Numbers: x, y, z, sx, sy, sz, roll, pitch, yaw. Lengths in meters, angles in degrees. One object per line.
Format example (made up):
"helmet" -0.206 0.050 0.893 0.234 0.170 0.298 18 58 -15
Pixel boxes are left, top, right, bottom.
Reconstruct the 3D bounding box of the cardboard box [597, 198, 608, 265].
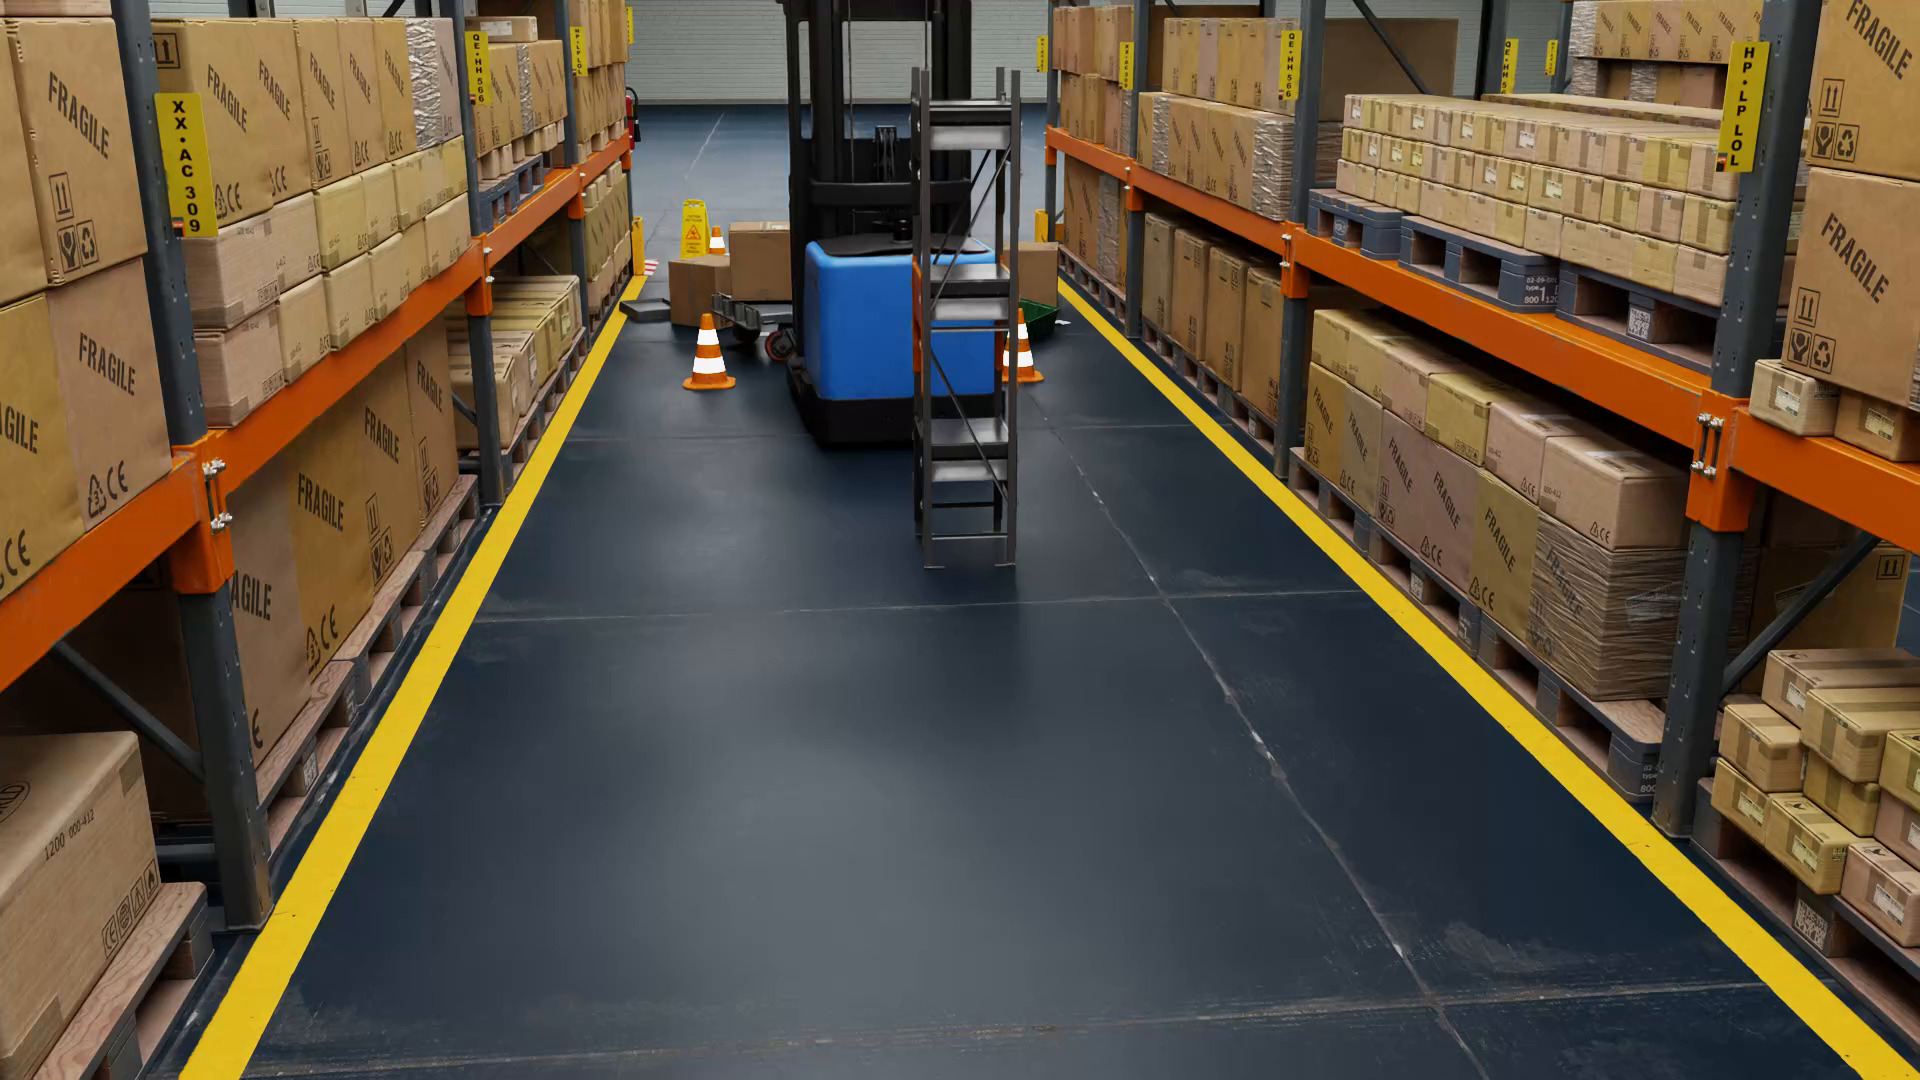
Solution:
"cardboard box" -3.028 -2.372 12.862 0.500 0.500 0.500 -1 17 -3

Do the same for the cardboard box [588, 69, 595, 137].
"cardboard box" -3.012 -3.260 12.391 0.500 0.500 0.500 -2 18 -6

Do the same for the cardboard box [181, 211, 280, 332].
"cardboard box" -2.108 -0.706 4.332 0.500 0.250 0.500 -2 18 -7

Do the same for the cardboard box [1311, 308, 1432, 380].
"cardboard box" 1.988 -0.926 7.840 0.500 0.250 0.500 -3 18 -8

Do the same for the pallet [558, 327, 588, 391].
"pallet" -3.087 -1.220 11.211 1.003 0.211 1.213 -2 18 -6

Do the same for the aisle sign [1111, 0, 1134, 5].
"aisle sign" 1.623 -5.428 15.618 0.394 0.787 0.004 -2 18 -6

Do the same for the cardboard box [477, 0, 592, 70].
"cardboard box" -2.998 -3.587 11.761 0.700 0.500 0.500 -2 18 -6

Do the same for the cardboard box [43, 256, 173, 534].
"cardboard box" -2.041 -0.316 3.510 0.500 0.500 0.500 -2 18 -5

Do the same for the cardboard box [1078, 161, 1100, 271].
"cardboard box" 1.561 -2.882 14.694 0.875 0.875 0.875 -2 18 -7

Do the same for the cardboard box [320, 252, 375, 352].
"cardboard box" -2.218 -0.774 5.384 0.500 0.250 0.500 -2 18 -6

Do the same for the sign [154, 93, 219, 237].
"sign" -1.792 -0.867 3.854 0.100 0.325 0.005 -2 18 -6

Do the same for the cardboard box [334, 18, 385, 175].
"cardboard box" -2.292 -1.518 5.667 0.500 0.500 0.500 -2 18 -7

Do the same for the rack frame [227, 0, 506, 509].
"rack frame" -2.756 -1.591 7.736 1.000 3.000 0.127 -2 18 -6

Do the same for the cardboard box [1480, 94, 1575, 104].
"cardboard box" 2.664 -2.006 7.784 0.380 0.149 0.250 -2 18 -8

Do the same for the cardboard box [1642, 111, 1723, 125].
"cardboard box" 2.821 -1.543 6.310 0.380 0.149 0.250 -1 17 -4

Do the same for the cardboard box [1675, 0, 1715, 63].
"cardboard box" 6.265 -4.179 13.646 0.500 0.500 0.500 -2 18 -6

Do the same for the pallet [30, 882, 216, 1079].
"pallet" -2.343 1.161 3.628 1.003 0.211 1.213 -2 18 -6

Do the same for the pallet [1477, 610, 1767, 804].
"pallet" 2.488 0.517 5.679 1.003 0.211 1.213 -2 18 -6

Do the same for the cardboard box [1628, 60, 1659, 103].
"cardboard box" 6.485 -4.010 14.777 0.875 0.500 0.500 -2 18 -6

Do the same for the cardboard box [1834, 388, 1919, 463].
"cardboard box" 2.374 -0.293 4.021 0.380 0.149 0.250 -1 17 -4

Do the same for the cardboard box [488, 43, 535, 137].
"cardboard box" -2.738 -2.584 9.535 0.500 0.500 0.500 -2 18 -8

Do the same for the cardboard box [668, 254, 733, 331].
"cardboard box" -1.926 -1.952 13.056 0.500 0.500 0.500 11 21 32

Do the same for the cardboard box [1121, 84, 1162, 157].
"cardboard box" 1.695 -3.146 12.441 0.875 0.550 0.550 -2 18 -6

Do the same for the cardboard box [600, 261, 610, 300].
"cardboard box" -3.027 -2.014 12.973 0.500 0.250 0.500 -1 17 -3

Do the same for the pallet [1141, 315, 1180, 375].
"pallet" 1.899 -1.407 11.807 1.003 0.211 1.213 -2 18 -6

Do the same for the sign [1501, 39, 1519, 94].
"sign" 2.696 -2.308 8.219 0.100 0.325 0.005 -2 18 -6

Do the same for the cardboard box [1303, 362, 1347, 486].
"cardboard box" 1.976 -0.563 7.934 0.500 0.500 0.500 -3 18 -8

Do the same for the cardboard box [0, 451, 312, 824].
"cardboard box" -2.487 0.232 4.775 0.875 0.875 0.875 -1 17 -4

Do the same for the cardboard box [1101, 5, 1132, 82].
"cardboard box" 1.568 -3.823 12.794 0.875 0.550 0.550 -2 18 -6

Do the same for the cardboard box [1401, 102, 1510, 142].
"cardboard box" 2.090 -1.762 7.007 0.380 0.149 0.250 -3 18 -8

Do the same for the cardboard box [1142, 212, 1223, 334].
"cardboard box" 1.898 -1.910 11.808 1.050 0.750 0.750 -2 18 -6

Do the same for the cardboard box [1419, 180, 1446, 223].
"cardboard box" 2.118 -1.395 6.830 0.380 0.149 0.250 -1 17 -4

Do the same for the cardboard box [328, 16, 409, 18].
"cardboard box" -3.205 -2.769 9.041 0.380 0.149 0.250 -3 18 -8

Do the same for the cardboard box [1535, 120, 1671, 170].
"cardboard box" 2.232 -1.368 5.753 0.380 0.149 0.250 -2 18 -7

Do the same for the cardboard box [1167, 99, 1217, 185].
"cardboard box" 1.633 -2.549 10.620 0.500 0.500 0.500 -2 18 -6

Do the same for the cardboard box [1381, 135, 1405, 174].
"cardboard box" 2.068 -1.686 7.260 0.380 0.149 0.250 -2 18 -7

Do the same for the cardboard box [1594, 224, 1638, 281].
"cardboard box" 2.281 -0.926 5.338 0.380 0.149 0.250 -2 18 -6

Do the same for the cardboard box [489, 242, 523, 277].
"cardboard box" -3.497 -2.197 12.303 0.500 0.500 0.500 -2 18 -6

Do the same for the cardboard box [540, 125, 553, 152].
"cardboard box" -2.739 -2.487 10.311 0.380 0.149 0.250 -2 18 -5

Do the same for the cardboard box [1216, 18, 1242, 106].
"cardboard box" 1.959 -2.888 10.032 0.700 0.500 0.500 -2 18 -6

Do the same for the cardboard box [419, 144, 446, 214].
"cardboard box" -2.397 -1.468 6.762 0.500 0.250 0.500 -2 18 -7

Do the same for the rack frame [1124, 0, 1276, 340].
"rack frame" 1.745 -2.965 12.115 1.000 3.000 0.127 -2 18 -6

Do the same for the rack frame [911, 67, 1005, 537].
"rack frame" -0.008 -1.025 7.437 0.400 2.100 0.015 -2 18 -6

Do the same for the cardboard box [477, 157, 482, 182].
"cardboard box" -2.600 -1.859 8.309 0.380 0.149 0.250 -3 18 -9

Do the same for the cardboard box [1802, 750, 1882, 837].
"cardboard box" 2.404 0.627 4.235 0.380 0.149 0.250 -2 18 -5

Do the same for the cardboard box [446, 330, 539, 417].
"cardboard box" -2.888 -0.925 9.303 0.950 0.372 0.625 -2 18 -7

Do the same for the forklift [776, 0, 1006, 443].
"forklift" -0.519 -2.333 10.216 1.130 2.935 3.031 -3 18 -10

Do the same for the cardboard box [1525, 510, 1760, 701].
"cardboard box" 2.243 0.198 5.512 0.500 0.500 0.500 -2 18 -7

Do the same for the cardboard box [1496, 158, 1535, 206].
"cardboard box" 2.193 -1.309 6.062 0.380 0.149 0.250 -2 18 -5

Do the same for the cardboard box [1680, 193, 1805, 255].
"cardboard box" 2.332 -0.917 4.811 0.380 0.149 0.250 -1 17 -4

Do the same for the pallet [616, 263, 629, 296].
"pallet" -3.525 -2.378 14.899 1.003 0.211 1.213 -2 18 -6

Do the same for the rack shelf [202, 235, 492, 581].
"rack shelf" -2.550 -0.651 5.945 1.077 0.370 4.000 -2 18 -6

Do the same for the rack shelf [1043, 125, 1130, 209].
"rack shelf" 1.538 -3.218 14.120 1.077 0.370 4.000 -2 18 -6

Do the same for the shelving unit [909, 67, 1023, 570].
"shelving unit" 0.017 -0.952 7.205 0.431 2.100 0.503 -2 18 -6

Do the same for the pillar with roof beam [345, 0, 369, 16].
"pillar with roof beam" -6.917 -11.942 30.693 9.100 9.000 0.400 -2 18 -6
